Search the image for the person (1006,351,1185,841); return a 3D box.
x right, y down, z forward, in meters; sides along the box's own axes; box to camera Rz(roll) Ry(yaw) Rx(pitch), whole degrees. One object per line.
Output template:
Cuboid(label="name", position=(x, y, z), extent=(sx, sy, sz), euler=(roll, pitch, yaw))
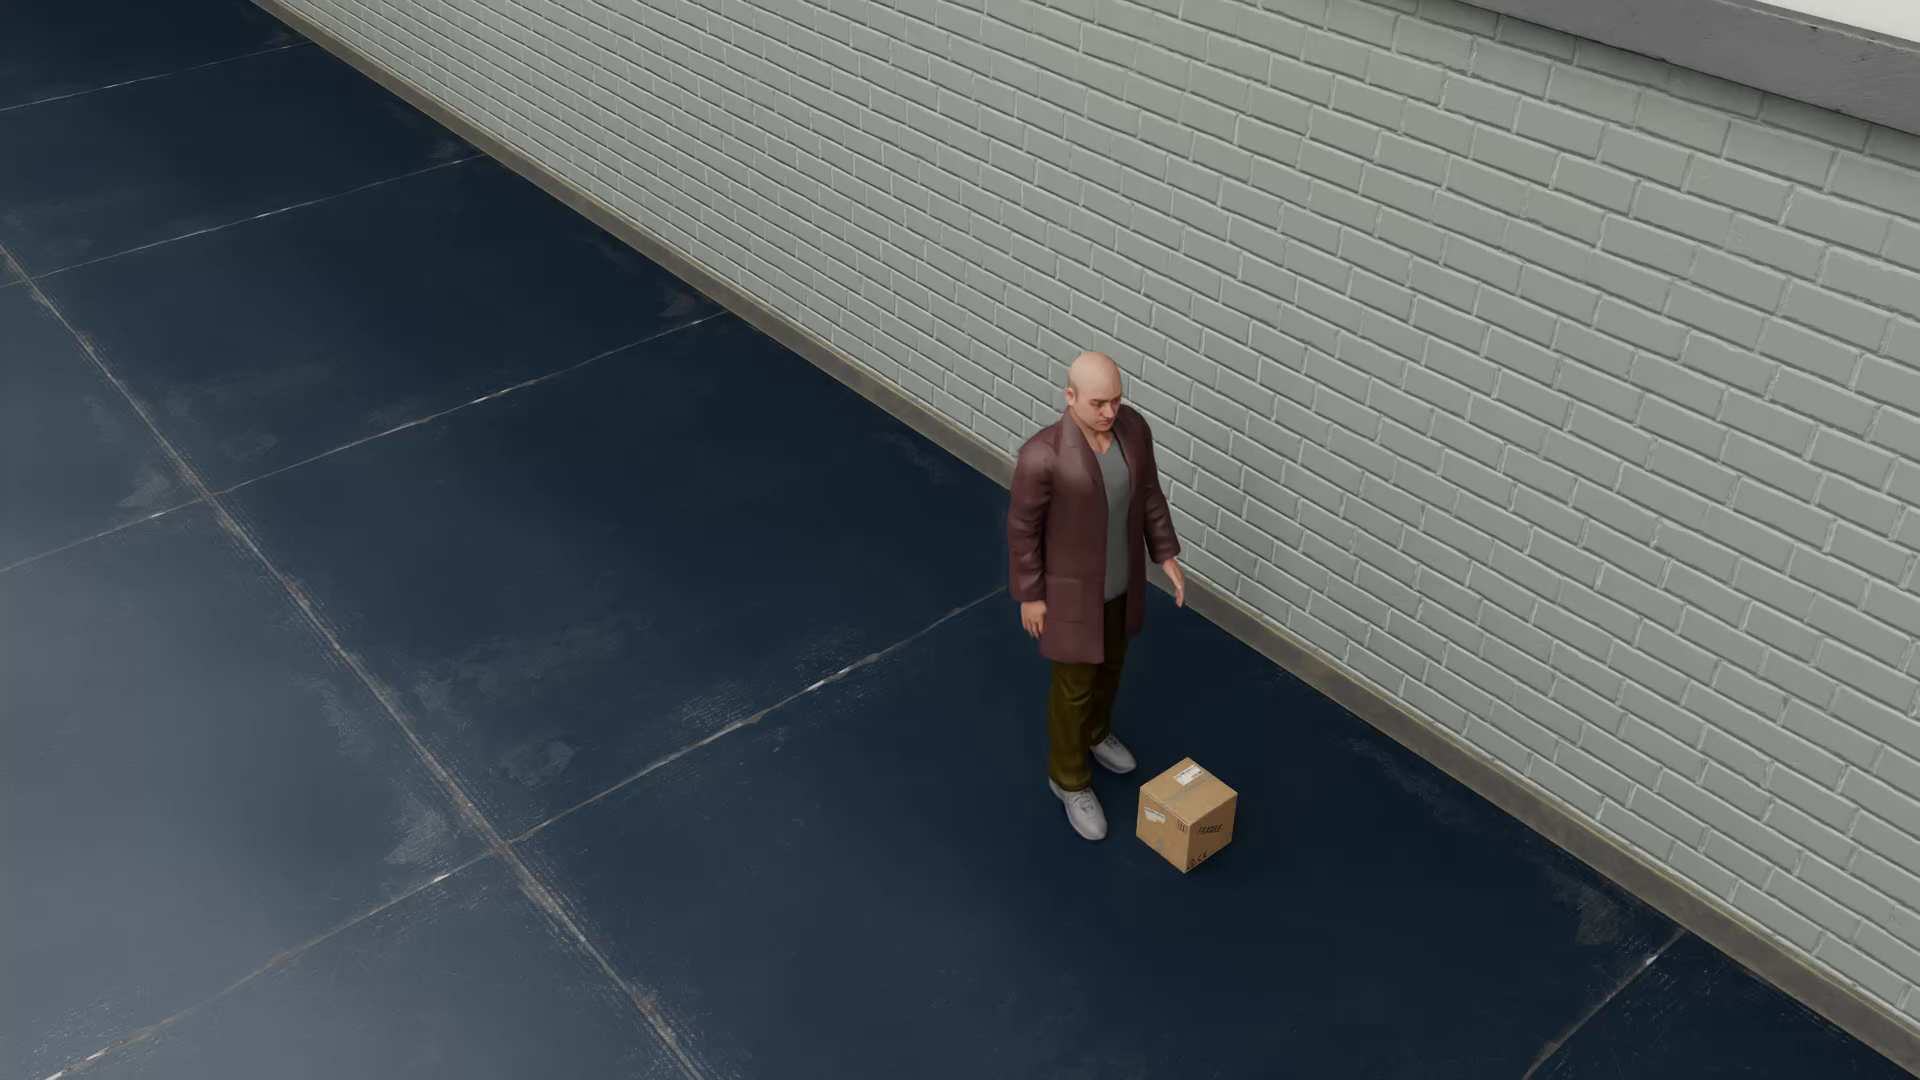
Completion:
Cuboid(label="person", position=(0.522, 0.186, 5.884), extent=(0.632, 1.798, 0.558), euler=(-23, 41, -29))
